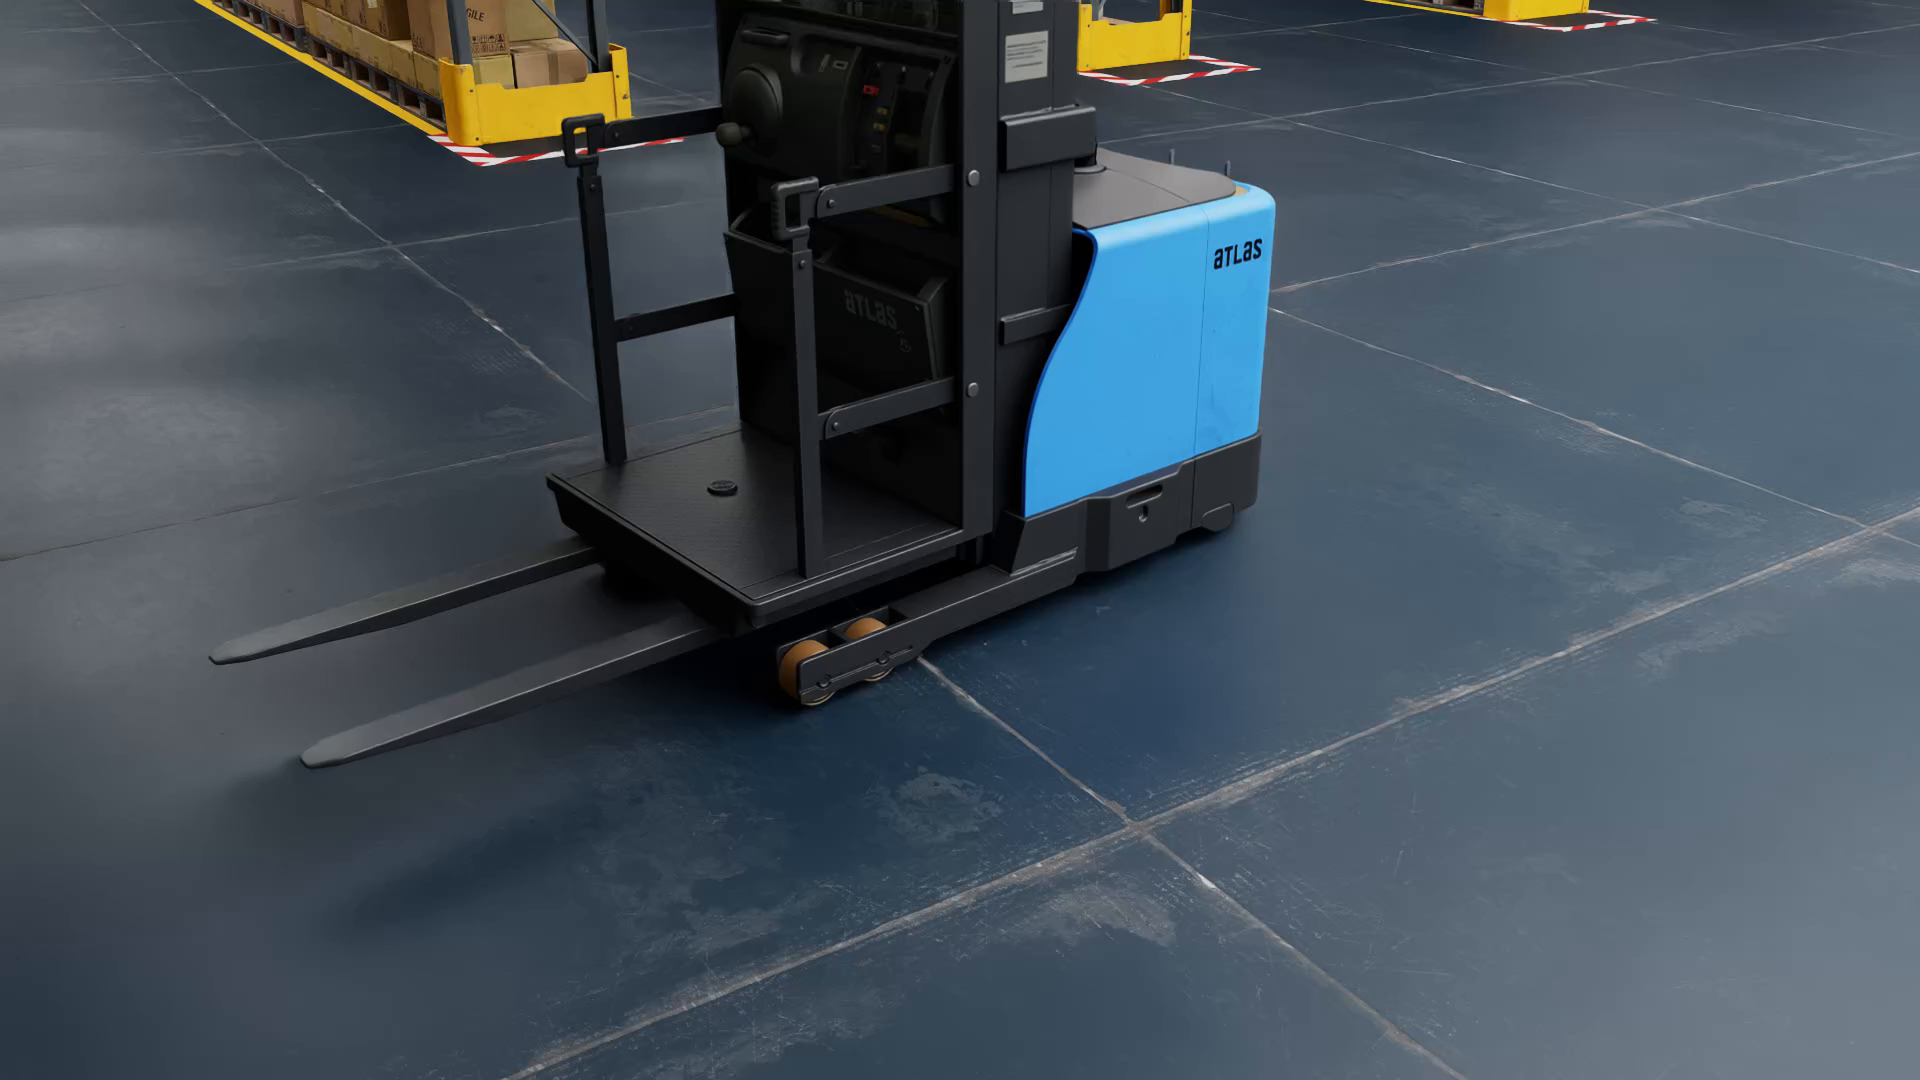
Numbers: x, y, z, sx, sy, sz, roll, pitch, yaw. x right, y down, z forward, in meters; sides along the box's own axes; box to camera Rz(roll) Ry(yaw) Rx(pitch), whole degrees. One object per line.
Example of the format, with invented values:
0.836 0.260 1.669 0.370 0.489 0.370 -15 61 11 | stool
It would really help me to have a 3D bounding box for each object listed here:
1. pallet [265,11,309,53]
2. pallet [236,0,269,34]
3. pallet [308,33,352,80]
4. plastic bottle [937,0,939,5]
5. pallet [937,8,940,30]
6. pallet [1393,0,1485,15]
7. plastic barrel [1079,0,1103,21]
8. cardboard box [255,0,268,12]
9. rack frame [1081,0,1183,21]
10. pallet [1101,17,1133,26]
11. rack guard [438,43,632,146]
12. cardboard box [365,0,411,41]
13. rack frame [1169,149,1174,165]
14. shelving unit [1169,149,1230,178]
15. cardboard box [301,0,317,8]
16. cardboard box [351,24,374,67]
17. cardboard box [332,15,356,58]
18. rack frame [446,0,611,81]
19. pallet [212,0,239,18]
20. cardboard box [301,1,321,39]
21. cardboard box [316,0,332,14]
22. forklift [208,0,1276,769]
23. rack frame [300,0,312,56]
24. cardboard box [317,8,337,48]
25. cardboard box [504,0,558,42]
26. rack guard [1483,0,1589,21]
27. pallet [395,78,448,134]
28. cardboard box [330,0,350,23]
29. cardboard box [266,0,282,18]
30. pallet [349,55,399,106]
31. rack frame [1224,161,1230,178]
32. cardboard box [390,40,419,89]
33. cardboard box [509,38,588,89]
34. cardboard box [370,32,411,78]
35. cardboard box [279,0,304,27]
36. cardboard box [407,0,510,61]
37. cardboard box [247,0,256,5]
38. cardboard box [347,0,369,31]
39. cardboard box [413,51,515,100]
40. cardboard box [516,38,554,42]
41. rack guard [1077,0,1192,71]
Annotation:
-5.377 -4.469 14.470 1.003 0.211 1.213 -16 29 -30 | pallet
-6.047 -4.906 15.395 1.003 0.211 1.213 -16 29 -30 | pallet
-4.543 -3.921 13.308 1.003 0.211 1.213 -16 29 -30 | pallet
-0.167 -4.866 14.720 0.152 0.276 0.135 -16 30 -31 | plastic bottle
0.212 -4.681 14.919 1.003 0.211 1.213 -16 29 -30 | pallet
5.088 -5.417 16.479 1.003 0.211 1.213 -16 29 -30 | pallet
0.970 -4.481 13.650 0.421 0.512 0.421 0 25 0 | plastic barrel
-5.966 -4.867 14.776 0.500 0.250 0.500 -15 29 -28 | cardboard box
1.393 -5.198 12.748 1.000 3.000 0.127 -16 29 -30 | rack frame
0.874 -4.245 13.995 1.003 0.211 1.213 -16 29 -30 | pallet
-2.746 -2.906 10.821 1.175 0.500 0.348 -16 29 -30 | rack guard
-3.859 -3.808 11.652 0.500 0.500 0.500 -16 29 -30 | cardboard box
0.639 -0.804 5.724 0.200 1.050 0.008 -20 32 -36 | rack frame
0.719 -0.765 5.640 0.215 1.050 0.252 -20 32 -36 | shelving unit
-4.952 -4.523 13.167 0.500 0.500 0.500 -16 29 -30 | cardboard box
-4.128 -3.648 12.194 0.500 0.250 0.500 -16 29 -30 | cardboard box
-4.406 -3.826 12.569 0.500 0.250 0.500 -16 29 -30 | cardboard box
-2.759 -4.045 10.305 1.000 3.000 0.127 -16 29 -30 | rack frame
-6.709 -5.342 16.319 1.003 0.211 1.213 -16 29 -30 | pallet
-4.943 -4.186 13.332 0.500 0.250 0.500 -16 29 -30 | cardboard box
-4.672 -4.346 12.792 0.500 0.500 0.500 -16 29 -30 | cardboard box
-0.495 -1.147 4.247 3.031 2.935 1.130 -20 32 -36 | forklift
-4.942 -5.476 13.336 1.000 3.000 0.127 -16 29 -30 | rack frame
-4.675 -4.006 12.951 0.500 0.250 0.500 -16 29 -30 | cardboard box
-3.140 -3.753 11.537 0.500 0.500 0.500 -16 29 -30 | cardboard box
5.502 -5.249 15.784 1.175 0.500 0.348 -16 29 -30 | rack guard
-3.211 -3.048 11.459 1.003 0.211 1.213 -16 29 -30 | pallet
-4.406 -4.165 12.410 0.500 0.500 0.500 -16 29 -30 | cardboard box
-5.686 -4.684 14.388 0.500 0.250 0.500 -16 30 -30 | cardboard box
-3.873 -3.484 12.383 1.003 0.211 1.213 -16 29 -30 | pallet
0.799 -0.726 5.557 0.200 1.050 0.008 -20 32 -36 | rack frame
-3.582 -3.291 11.436 0.500 0.250 0.500 -16 29 -30 | cardboard box
-2.865 -3.235 11.319 0.500 0.250 0.500 -16 29 -30 | cardboard box
-3.857 -3.469 11.814 0.500 0.250 0.500 -16 29 -30 | cardboard box
-5.412 -4.503 14.004 0.500 0.250 0.500 -16 30 -30 | cardboard box
-3.301 -3.453 10.902 0.500 0.500 0.500 -16 29 -30 | cardboard box
-6.242 -5.050 15.162 0.500 0.250 0.500 -15 29 -29 | cardboard box
-4.131 -3.987 12.032 0.500 0.500 0.500 -16 29 -30 | cardboard box
-3.299 -3.115 11.063 0.500 0.250 0.500 -16 29 -30 | cardboard box
-3.141 -3.413 11.696 0.500 0.250 0.500 -16 29 -30 | cardboard box
1.313 -4.084 13.316 1.175 0.500 0.348 -16 29 -30 | rack guard
